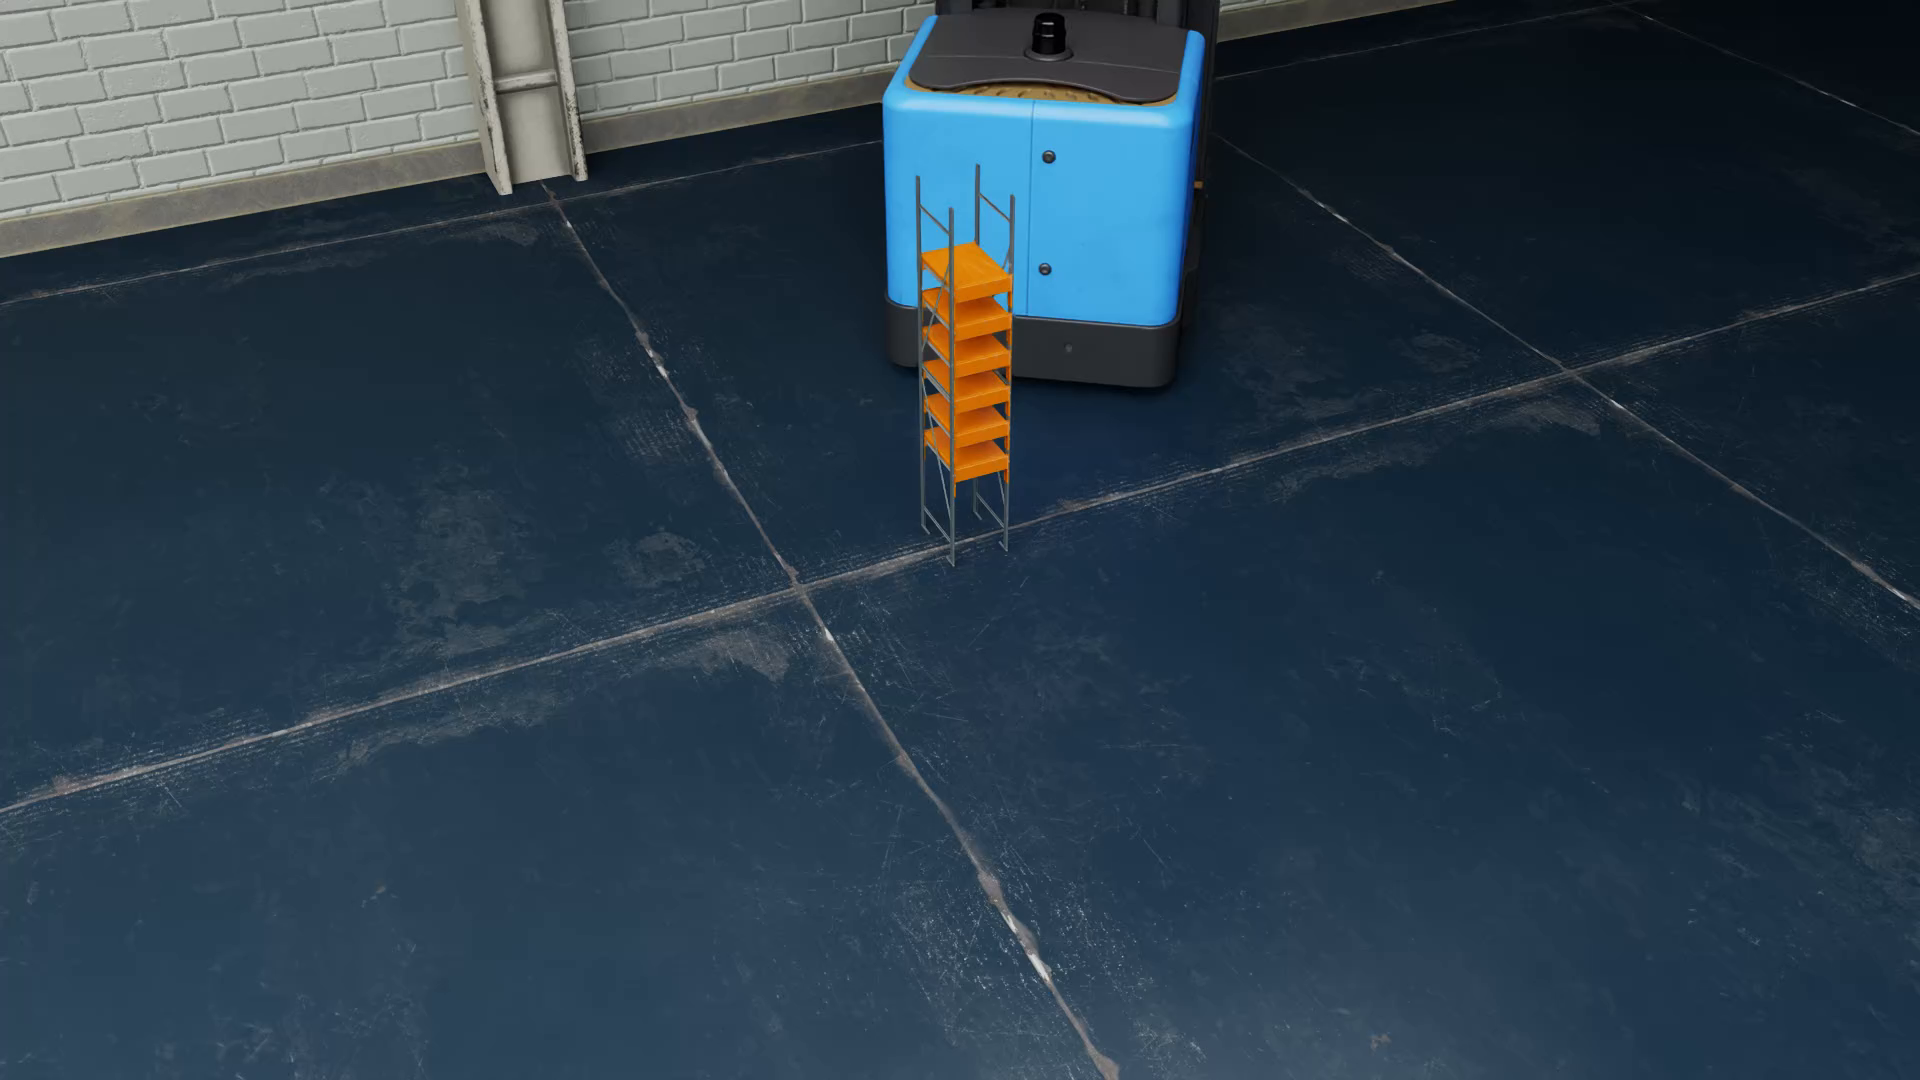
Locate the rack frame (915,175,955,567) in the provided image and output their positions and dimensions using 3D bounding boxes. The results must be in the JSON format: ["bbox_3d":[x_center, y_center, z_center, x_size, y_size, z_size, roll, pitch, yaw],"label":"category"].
[{"bbox_3d":[-0.070,-0.462,4.866,0.006,1.200,0.240,-16,39,-20],"label":"rack frame"}]

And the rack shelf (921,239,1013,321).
[{"bbox_3d":[0.013,-0.739,4.710,0.180,0.103,0.258,-16,39,-20],"label":"rack shelf"}]

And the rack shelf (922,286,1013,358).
[{"bbox_3d":[0.013,-0.643,4.781,0.180,0.103,0.258,-16,39,-20],"label":"rack shelf"}]

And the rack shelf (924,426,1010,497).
[{"bbox_3d":[0.013,-0.257,5.067,0.180,0.103,0.258,-16,39,-20],"label":"rack shelf"}]

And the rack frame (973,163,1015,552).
[{"bbox_3d":[0.096,-0.509,4.929,0.006,1.200,0.240,-16,39,-20],"label":"rack frame"}]

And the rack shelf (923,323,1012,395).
[{"bbox_3d":[0.013,-0.546,4.852,0.180,0.103,0.258,-16,39,-20],"label":"rack shelf"}]

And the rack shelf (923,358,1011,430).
[{"bbox_3d":[0.013,-0.450,4.924,0.180,0.103,0.258,-16,39,-20],"label":"rack shelf"}]

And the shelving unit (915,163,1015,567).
[{"bbox_3d":[0.013,-0.486,4.898,0.189,1.200,0.258,-16,39,-20],"label":"shelving unit"}]

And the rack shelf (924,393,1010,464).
[{"bbox_3d":[0.013,-0.354,4.995,0.180,0.103,0.258,-16,39,-20],"label":"rack shelf"}]

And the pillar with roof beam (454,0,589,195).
[{"bbox_3d":[-0.071,-2.936,1.654,0.400,9.000,9.100,-16,39,-20],"label":"pillar with roof beam"}]

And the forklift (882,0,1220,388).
[{"bbox_3d":[0.489,-2.586,6.276,1.130,2.935,3.031,6,37,8],"label":"forklift"}]
